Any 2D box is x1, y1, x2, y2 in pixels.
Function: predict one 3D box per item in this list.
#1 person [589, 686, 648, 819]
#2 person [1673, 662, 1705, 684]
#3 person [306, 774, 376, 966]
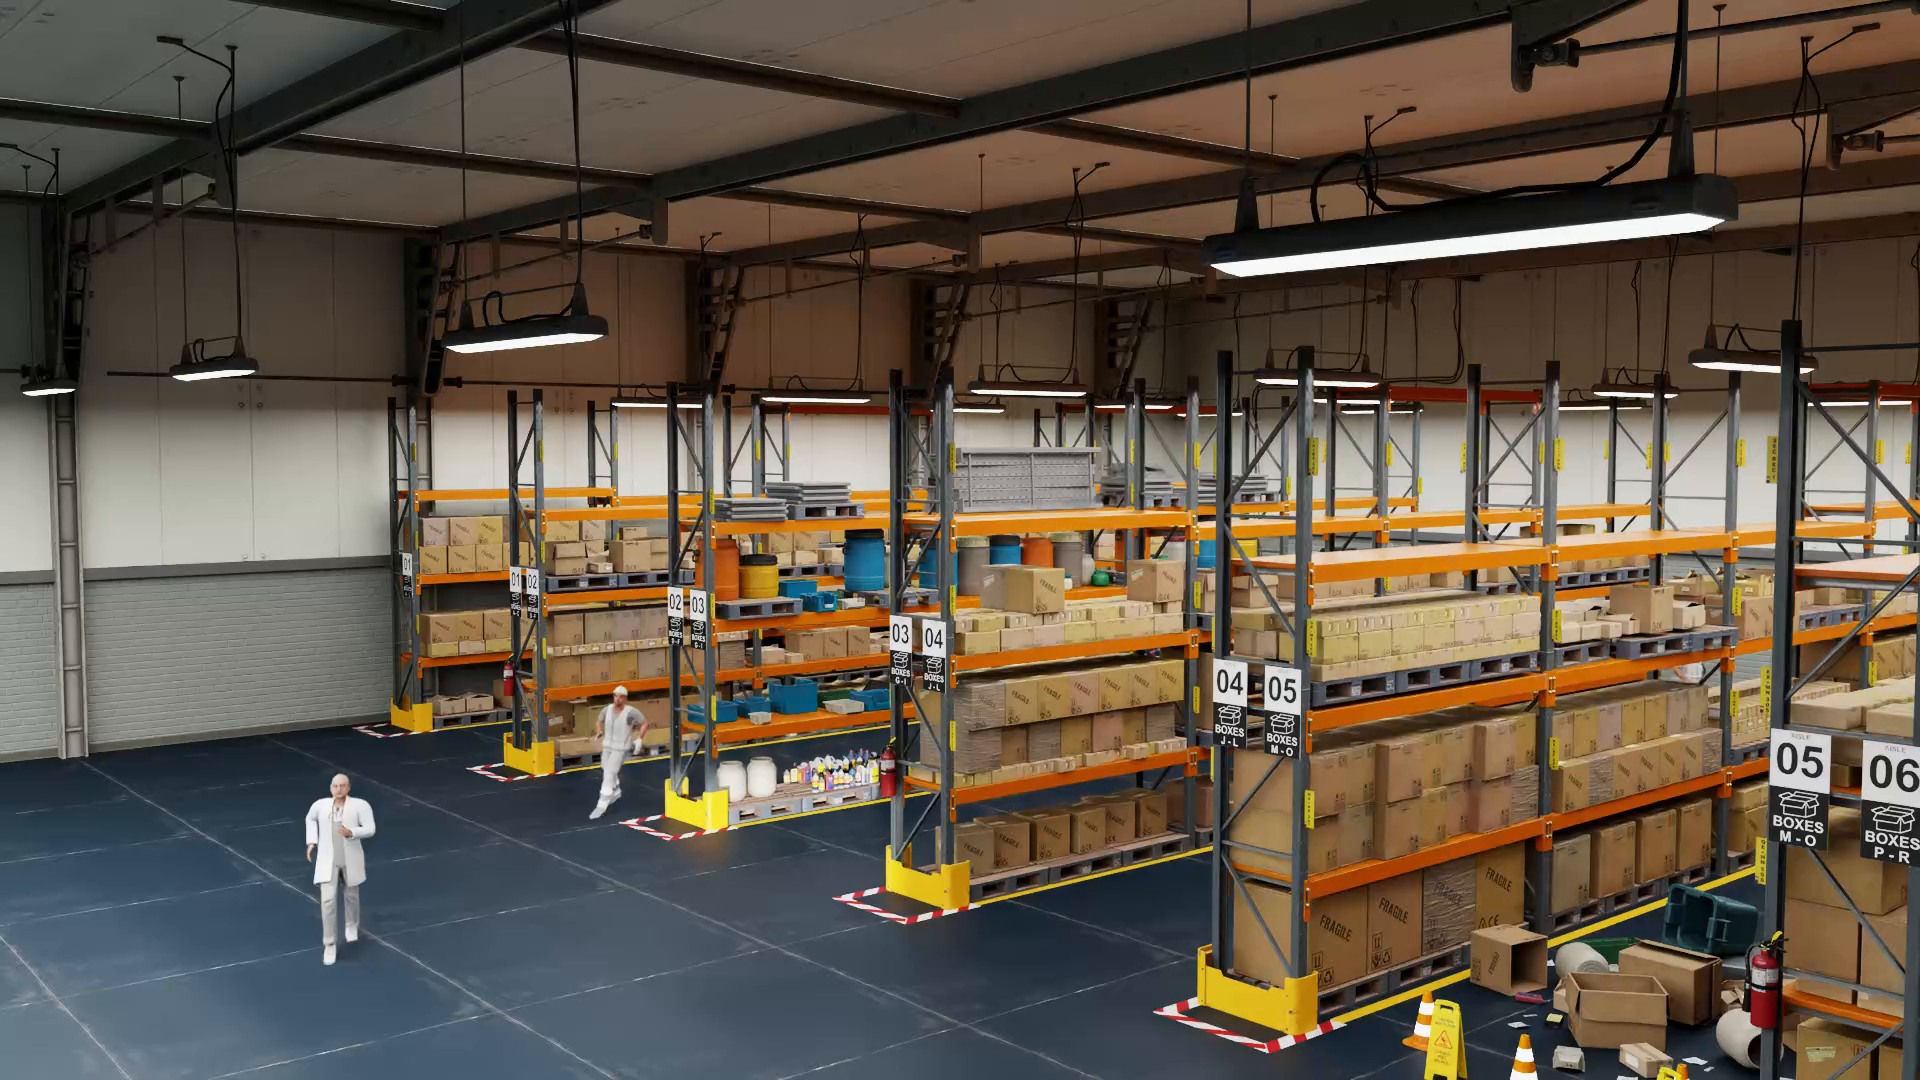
[{"bbox_3d":[-4.792,2.924,23.163,0.721,1.788,0.885,1,4,23],"label":"person"},{"bbox_3d":[13.008,2.566,29.572,0.683,1.755,0.593,-1,4,-22],"label":"person"},{"bbox_3d":[-6.272,3.281,16.850,0.680,1.836,0.897,-1,3,-17],"label":"person"}]
